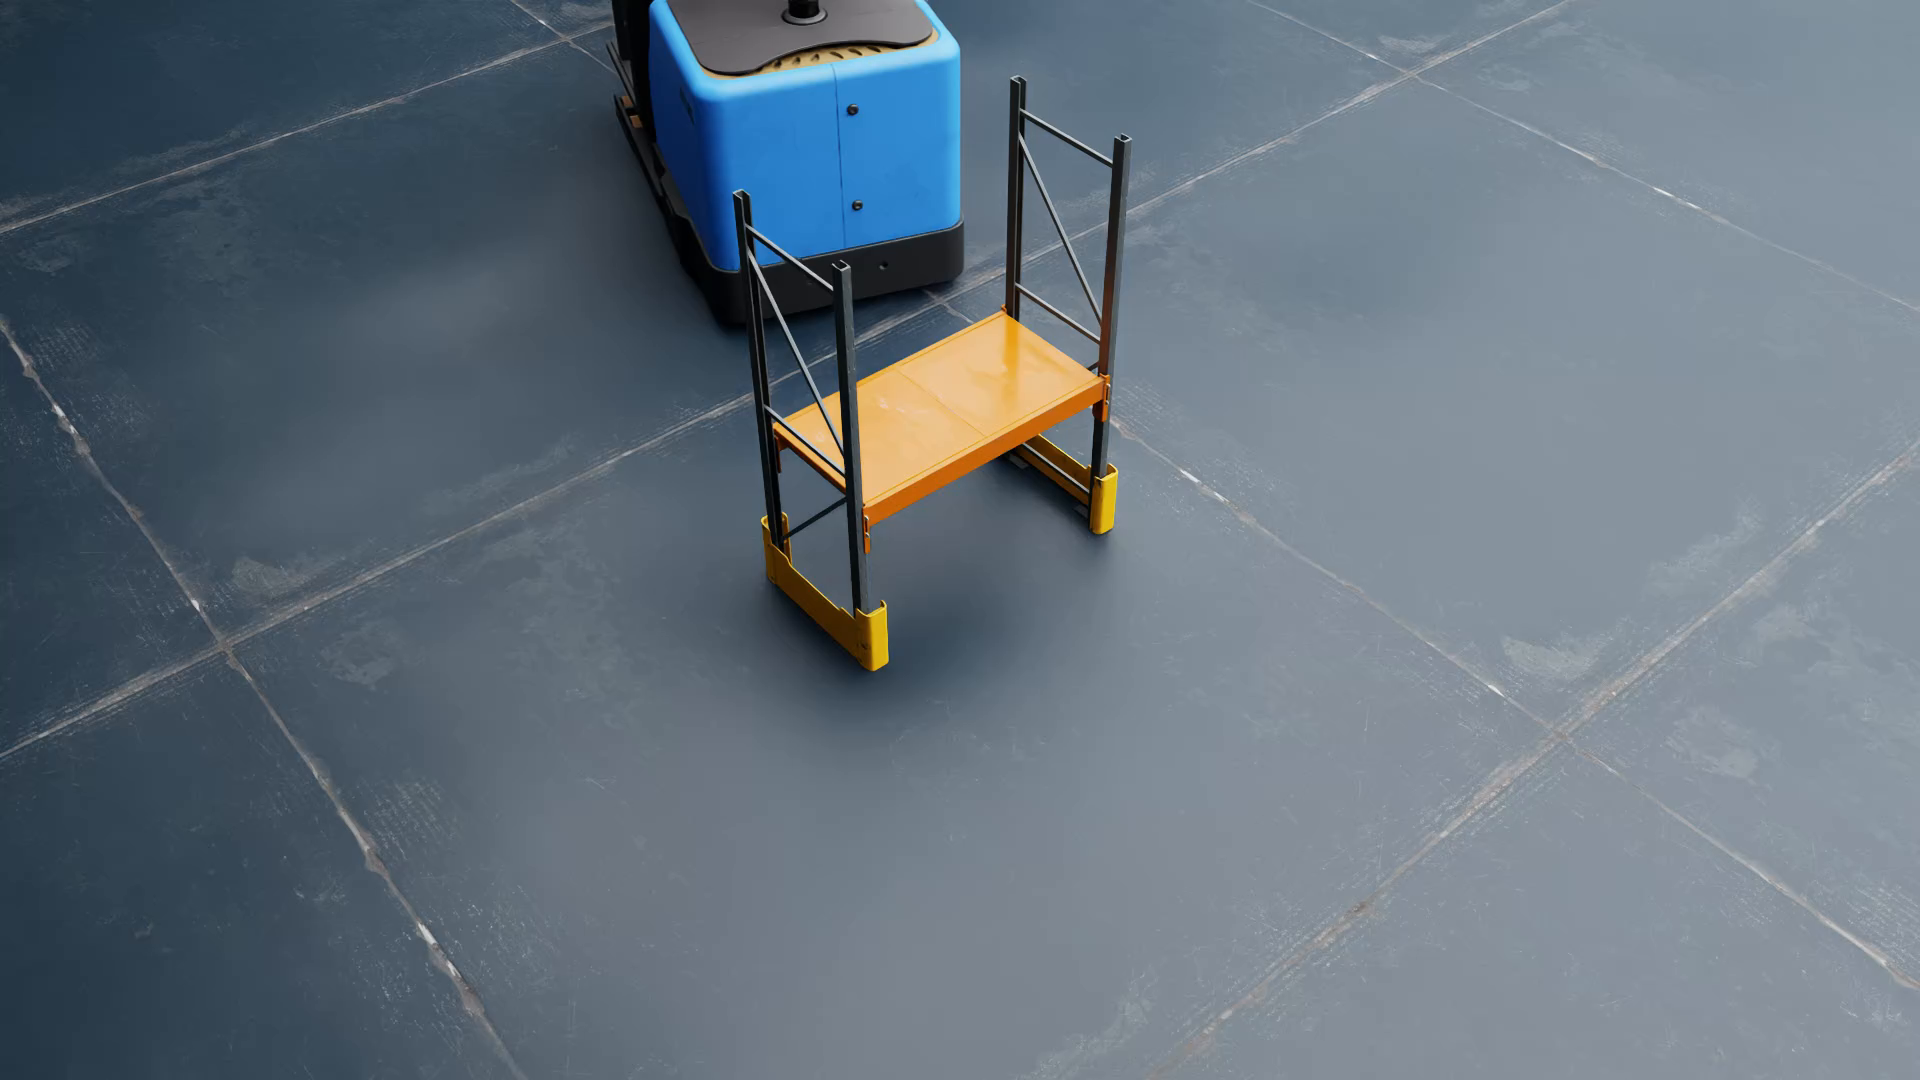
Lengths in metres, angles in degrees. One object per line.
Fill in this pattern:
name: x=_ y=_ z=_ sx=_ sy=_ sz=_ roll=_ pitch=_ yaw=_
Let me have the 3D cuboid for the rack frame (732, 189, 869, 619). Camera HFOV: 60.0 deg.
rack frame: x=-0.455 y=-0.286 z=4.959 sx=0.032 sy=1.500 sz=0.500 roll=-30 pitch=51 yaw=-28

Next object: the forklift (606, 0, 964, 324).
forklift: x=-0.968 y=-2.944 z=6.744 sx=1.130 sy=2.935 sz=3.031 roll=-14 pitch=45 yaw=-15

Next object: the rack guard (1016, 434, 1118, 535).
rack guard: x=0.324 y=-0.276 z=5.862 sx=0.087 sy=0.250 sz=0.587 roll=-30 pitch=51 yaw=-28

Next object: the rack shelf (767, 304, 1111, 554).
rack shelf: x=-0.065 y=-0.378 z=5.320 sx=1.000 sy=0.185 sz=0.538 roll=-30 pitch=51 yaw=-28

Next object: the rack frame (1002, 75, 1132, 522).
rack frame: x=0.324 y=-0.733 z=5.434 sx=0.032 sy=1.500 sz=0.500 roll=-30 pitch=51 yaw=-28

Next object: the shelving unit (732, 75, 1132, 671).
shelving unit: x=-0.058 y=-0.513 z=5.201 sx=1.083 sy=1.500 sz=0.587 roll=-30 pitch=51 yaw=-28

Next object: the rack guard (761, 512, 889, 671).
rack guard: x=-0.440 y=0.161 z=5.396 sx=0.087 sy=0.250 sz=0.587 roll=-30 pitch=51 yaw=-28
